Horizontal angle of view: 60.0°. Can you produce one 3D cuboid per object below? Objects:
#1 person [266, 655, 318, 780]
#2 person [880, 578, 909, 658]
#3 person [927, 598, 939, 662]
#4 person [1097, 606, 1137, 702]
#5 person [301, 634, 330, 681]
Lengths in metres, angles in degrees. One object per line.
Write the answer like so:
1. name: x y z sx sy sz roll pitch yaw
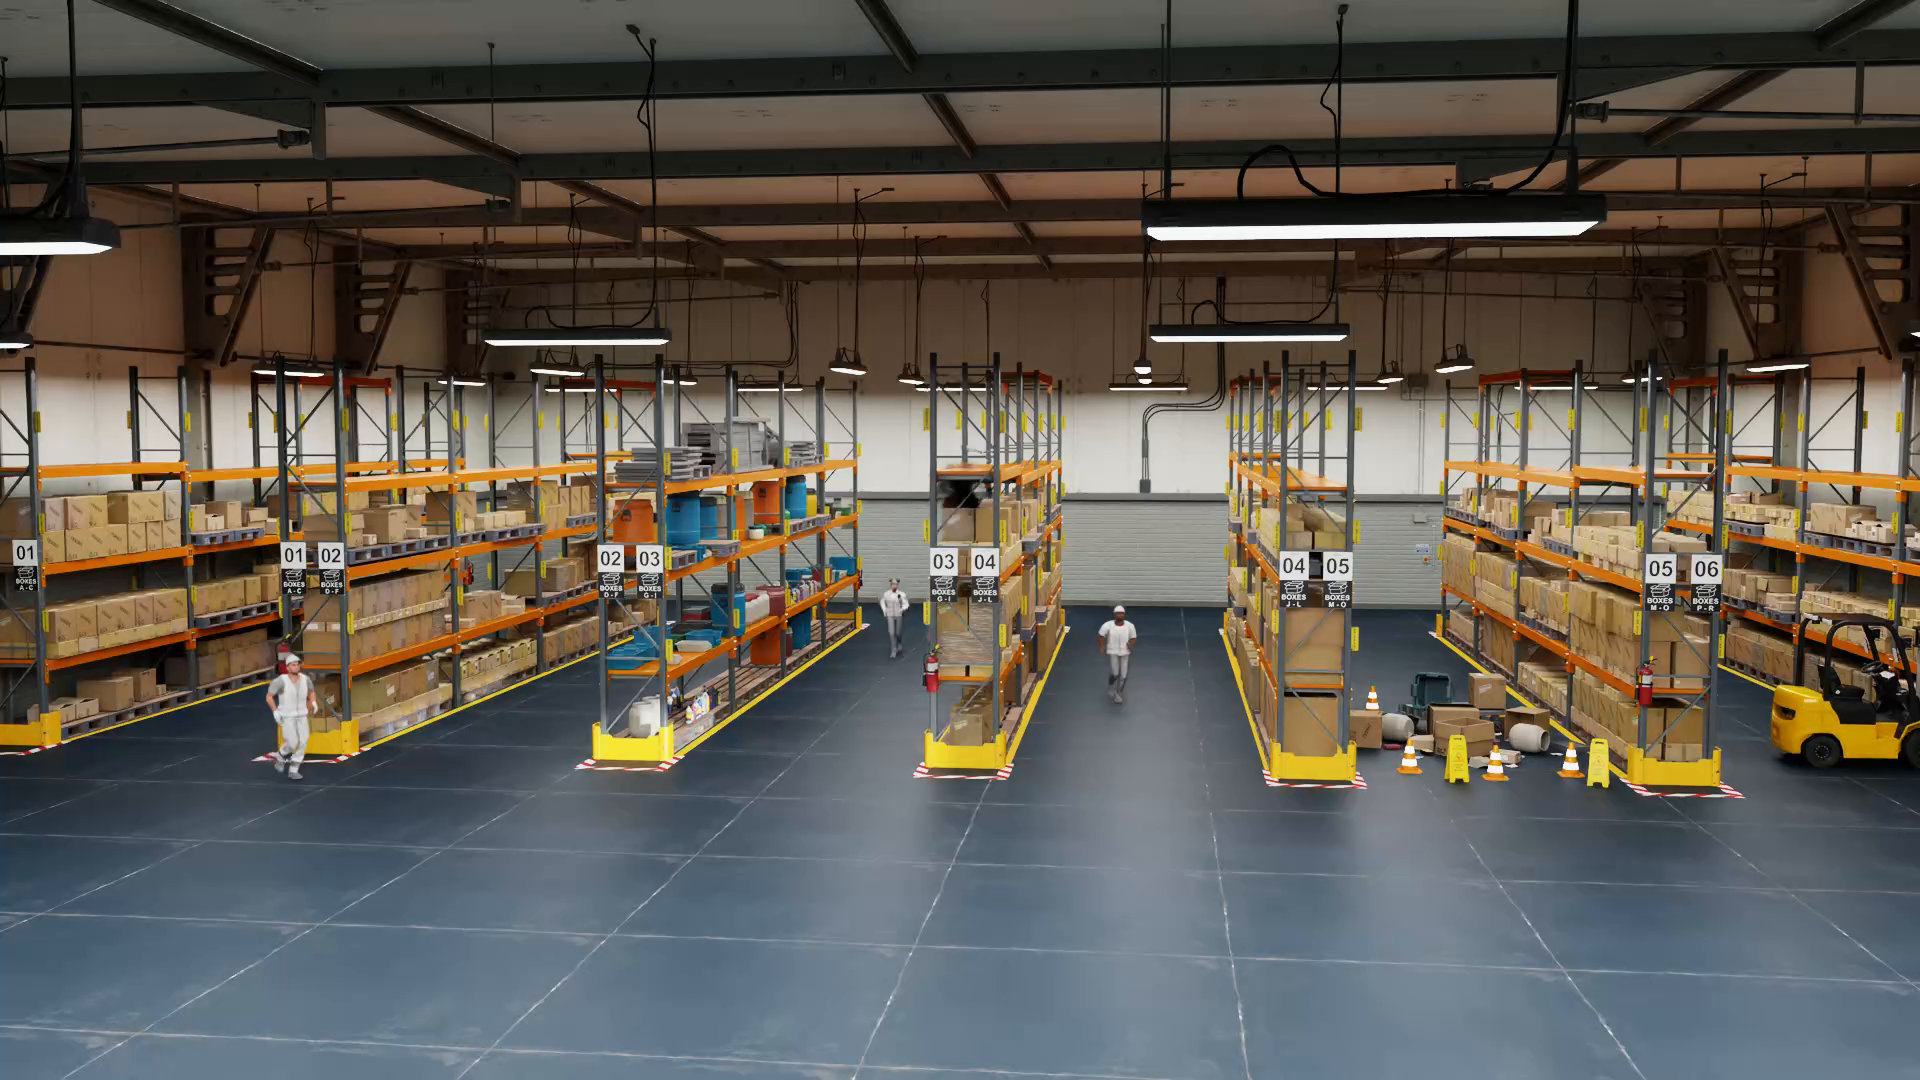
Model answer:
1. person: -9.367 2.480 23.383 0.598 1.750 0.678 3 5 40
2. person: -1.409 1.647 35.633 0.624 1.692 0.690 0 4 2
3. person: -0.463 1.750 34.225 0.573 1.625 0.656 0 4 7
4. person: 2.831 2.038 29.668 0.691 1.724 0.590 0 4 -5
5. person: -11.326 2.092 29.420 0.674 1.692 0.614 0 4 -3
